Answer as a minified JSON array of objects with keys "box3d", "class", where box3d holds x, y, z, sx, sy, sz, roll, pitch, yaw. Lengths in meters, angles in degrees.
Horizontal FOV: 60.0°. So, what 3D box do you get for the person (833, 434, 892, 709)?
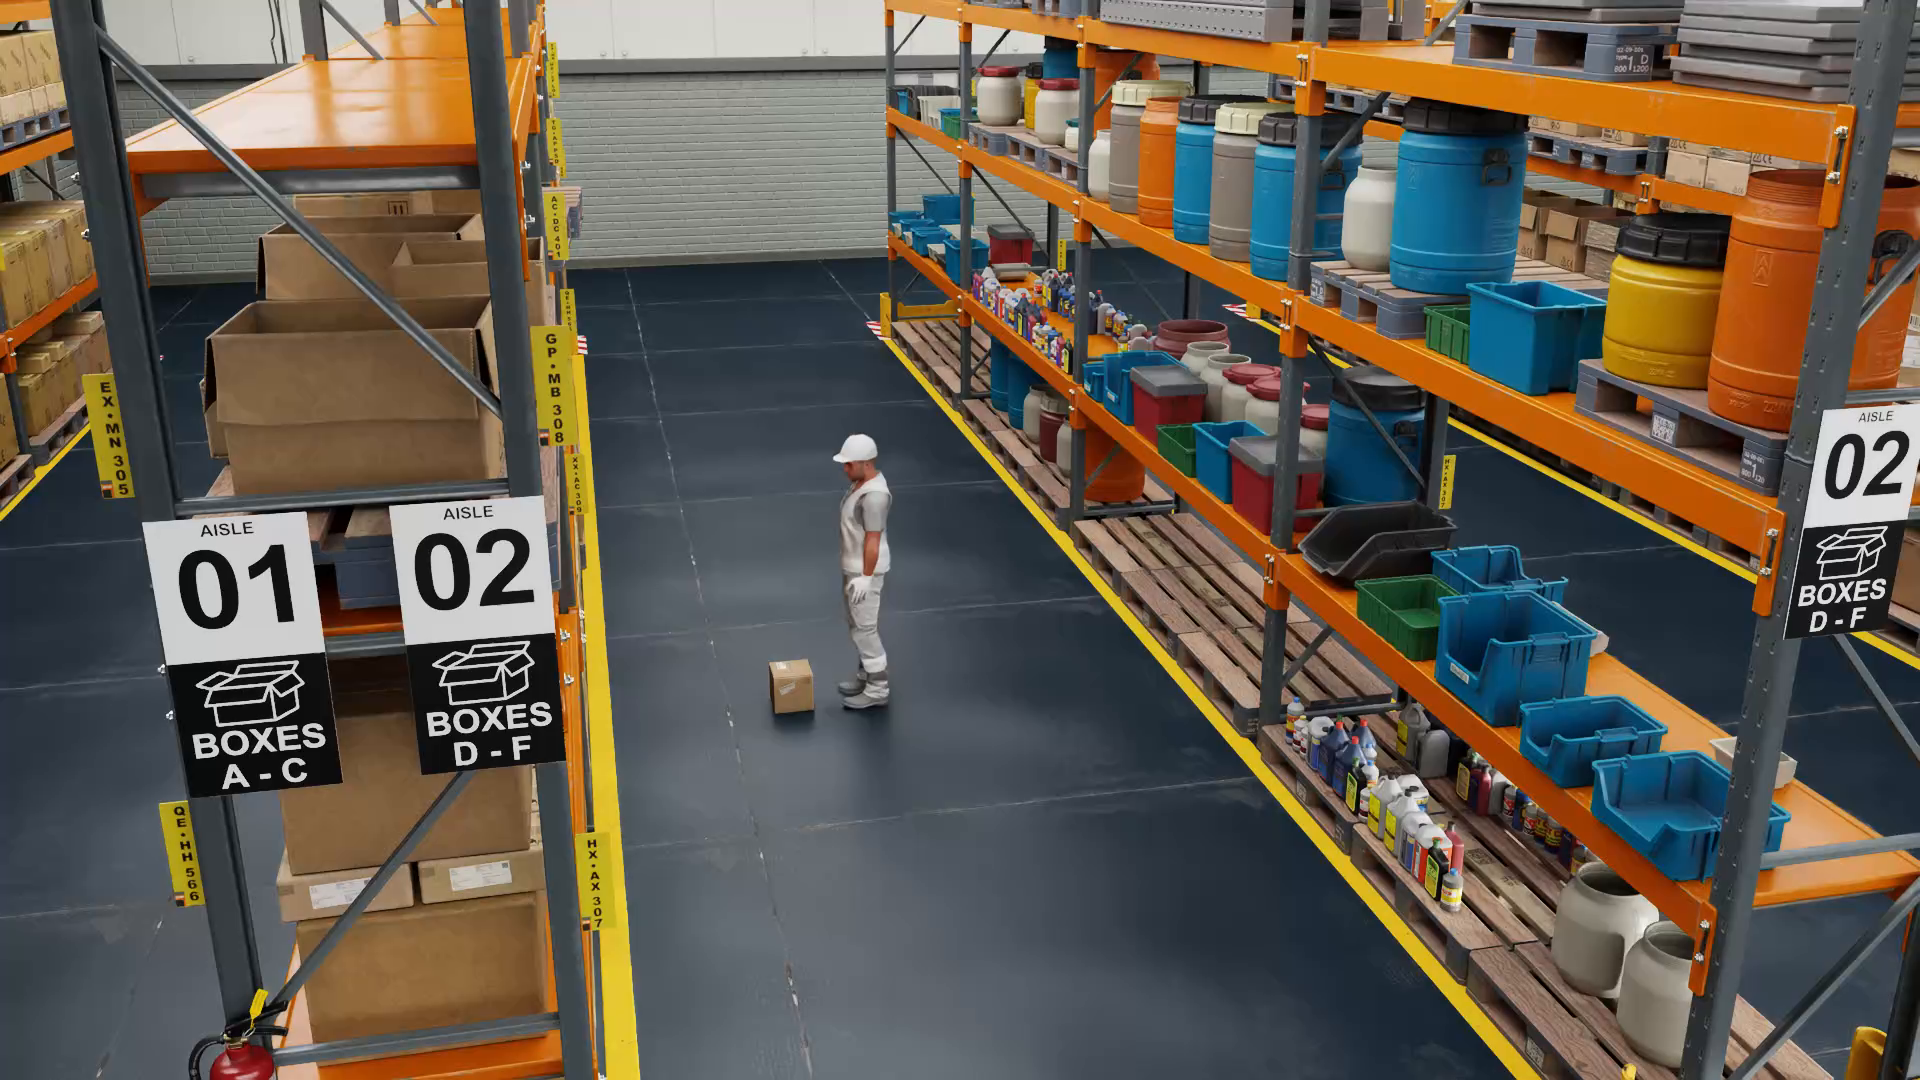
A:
[{"box3d":[-0.609,0.193,10.504,0.351,1.781,0.528,-4,20,-11],"class":"person"}]
